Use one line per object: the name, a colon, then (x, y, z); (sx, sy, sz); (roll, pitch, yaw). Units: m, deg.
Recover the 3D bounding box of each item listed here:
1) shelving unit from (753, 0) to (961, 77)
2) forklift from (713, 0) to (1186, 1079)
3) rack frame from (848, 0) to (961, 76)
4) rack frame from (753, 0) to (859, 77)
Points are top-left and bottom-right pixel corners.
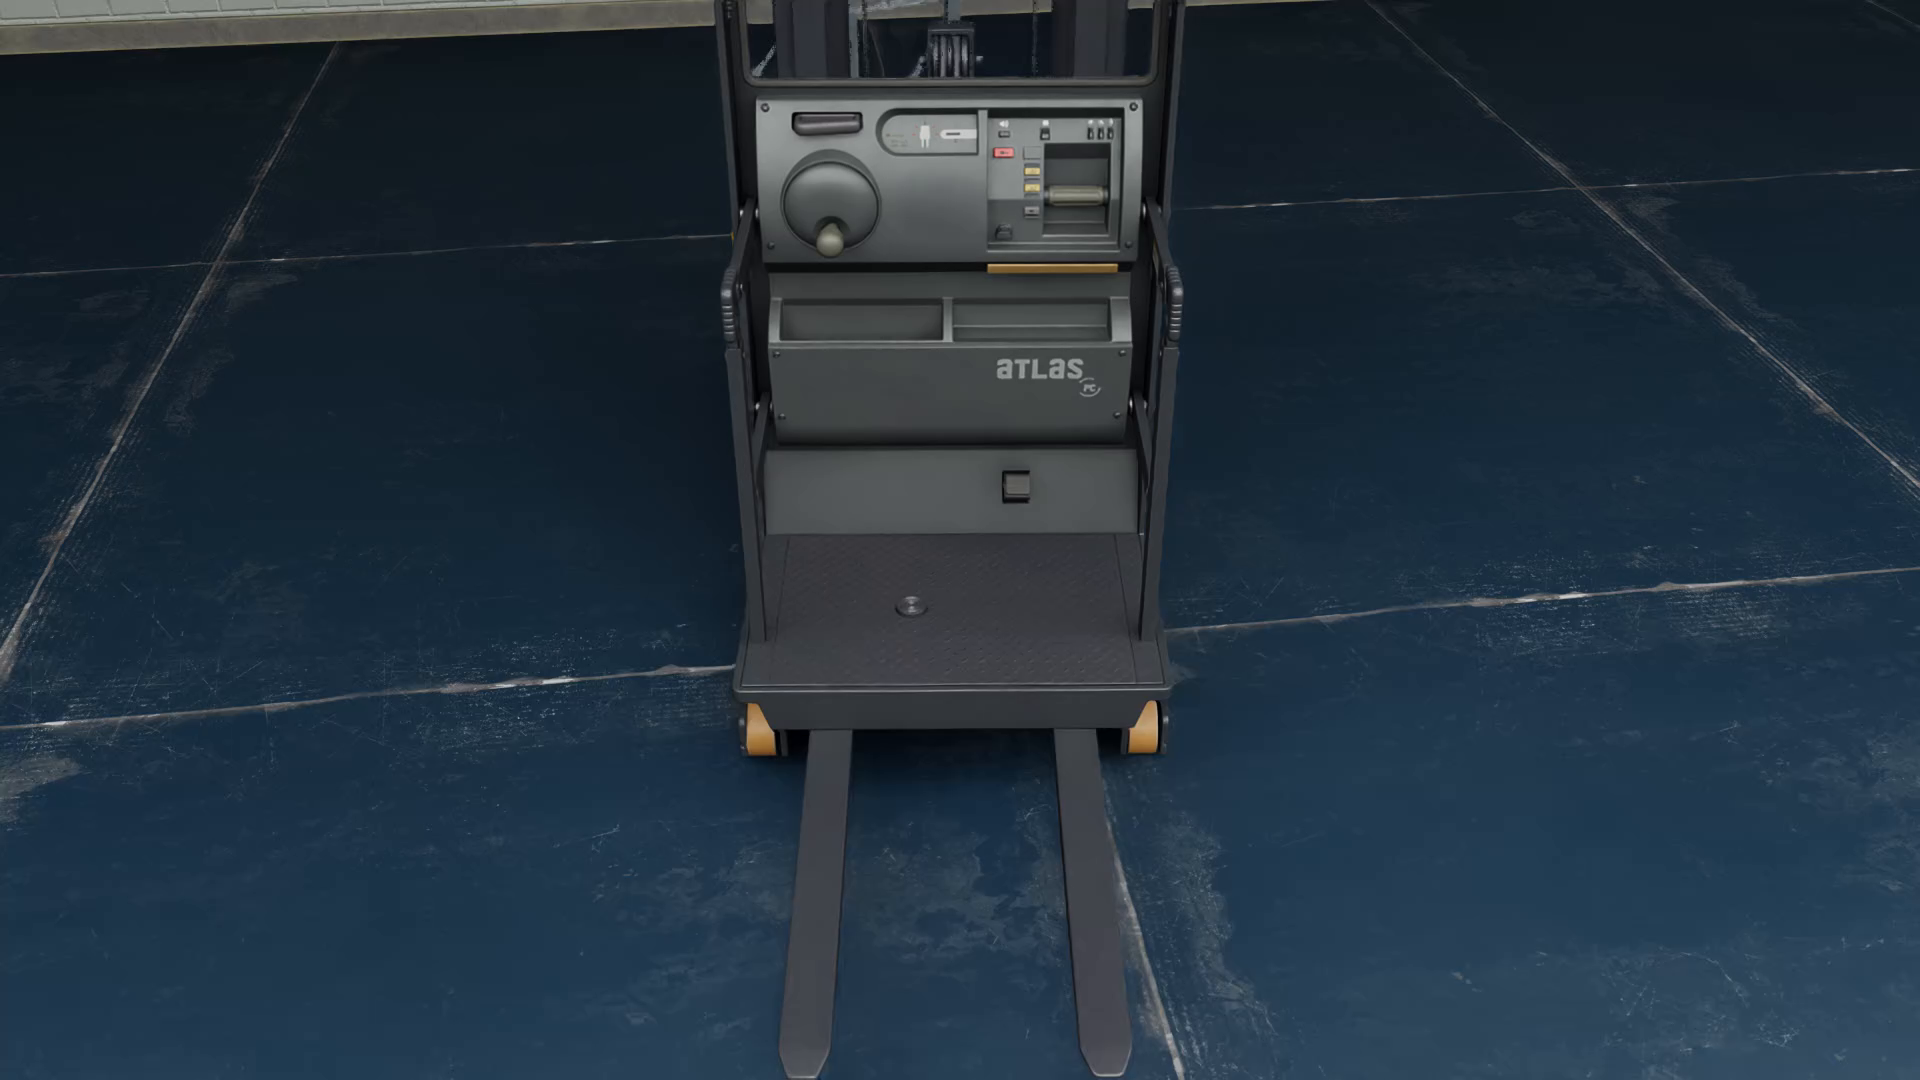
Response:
shelving unit: (-0.426, -1.419, 6.000); (0.587, 1.500, 1.083); (-13, 36, -19)
forklift: (-0.021, -0.815, 3.844); (1.130, 2.935, 3.031); (0, 34, 0)
rack frame: (-0.234, -1.159, 5.619); (0.500, 1.500, 0.032); (-13, 36, -19)
rack frame: (-0.626, -1.687, 6.394); (0.500, 1.500, 0.032); (-13, 36, -19)
